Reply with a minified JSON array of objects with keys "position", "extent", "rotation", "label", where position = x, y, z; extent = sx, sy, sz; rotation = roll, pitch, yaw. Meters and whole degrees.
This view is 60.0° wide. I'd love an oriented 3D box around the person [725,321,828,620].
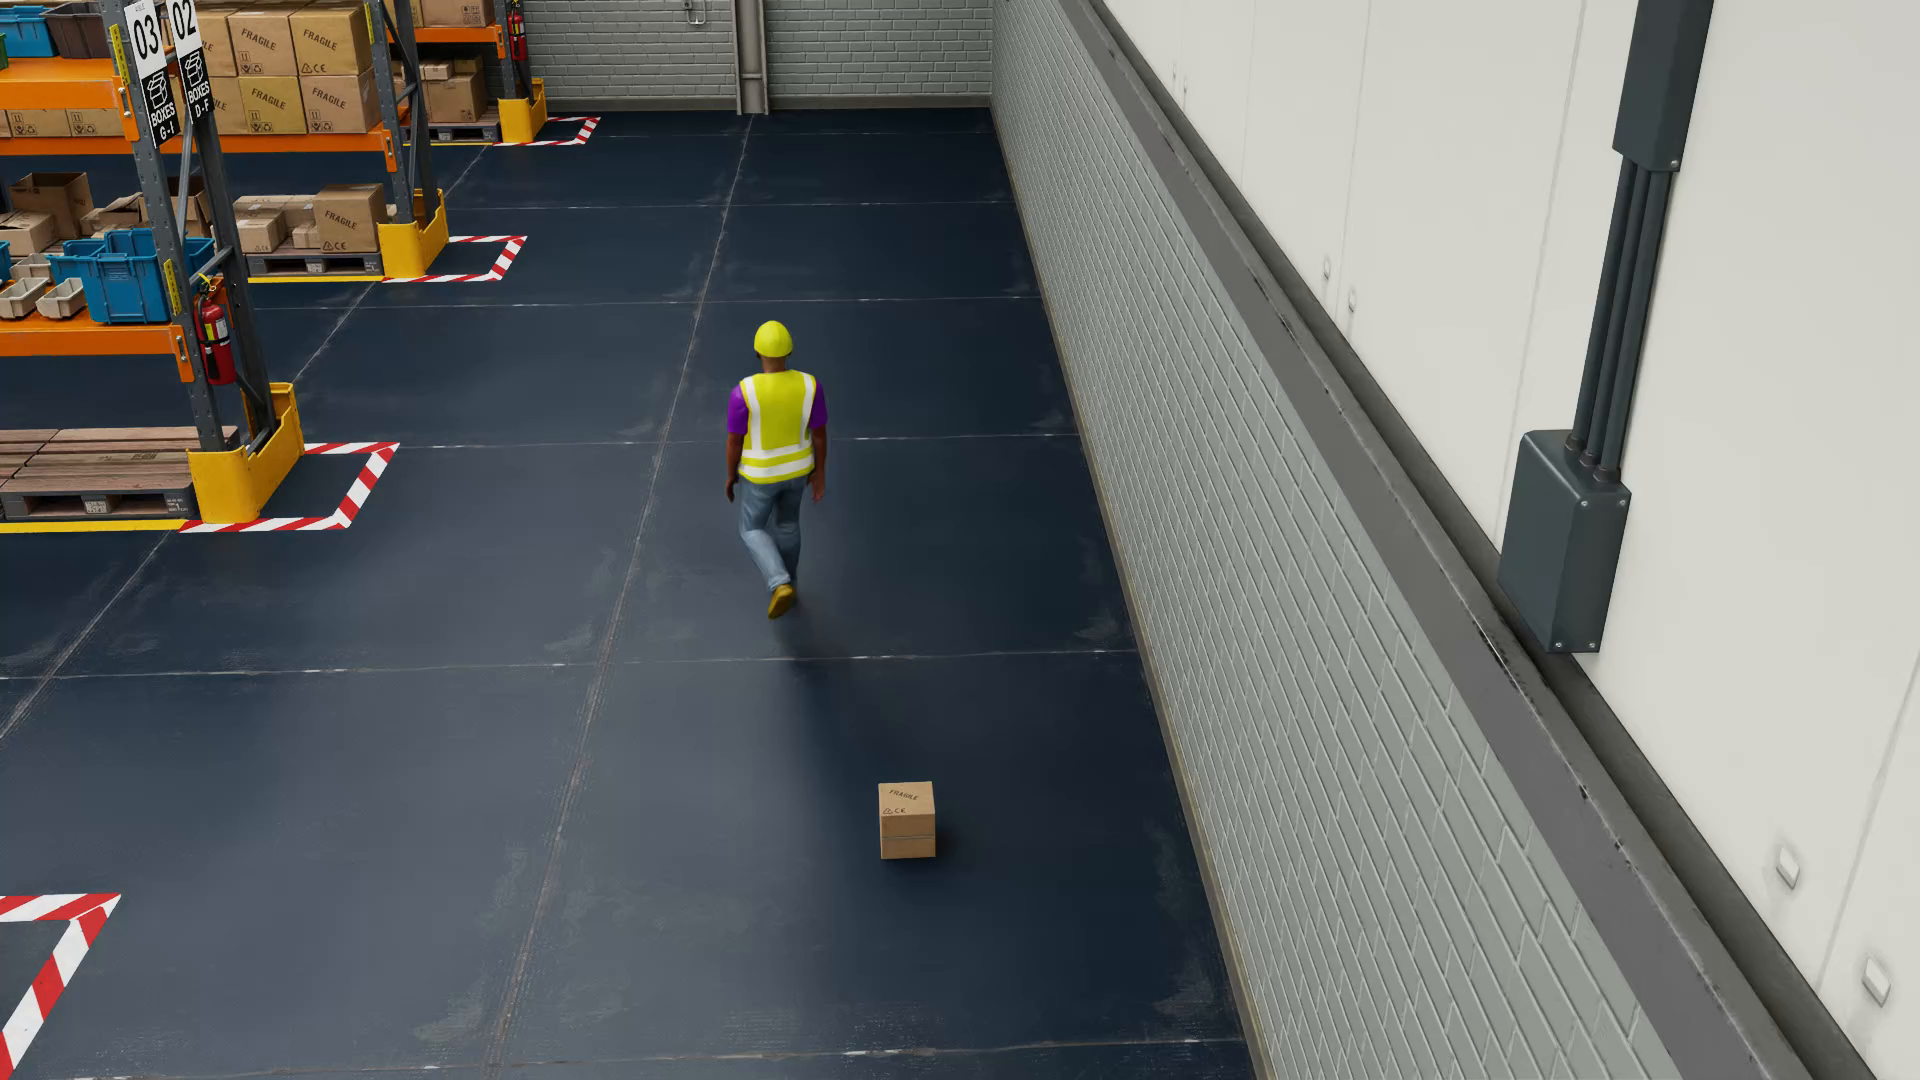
[{"position":[-1.019,-0.383,9.290],"extent":[0.575,1.747,0.740],"rotation":[-12,30,-22],"label":"person"}]
